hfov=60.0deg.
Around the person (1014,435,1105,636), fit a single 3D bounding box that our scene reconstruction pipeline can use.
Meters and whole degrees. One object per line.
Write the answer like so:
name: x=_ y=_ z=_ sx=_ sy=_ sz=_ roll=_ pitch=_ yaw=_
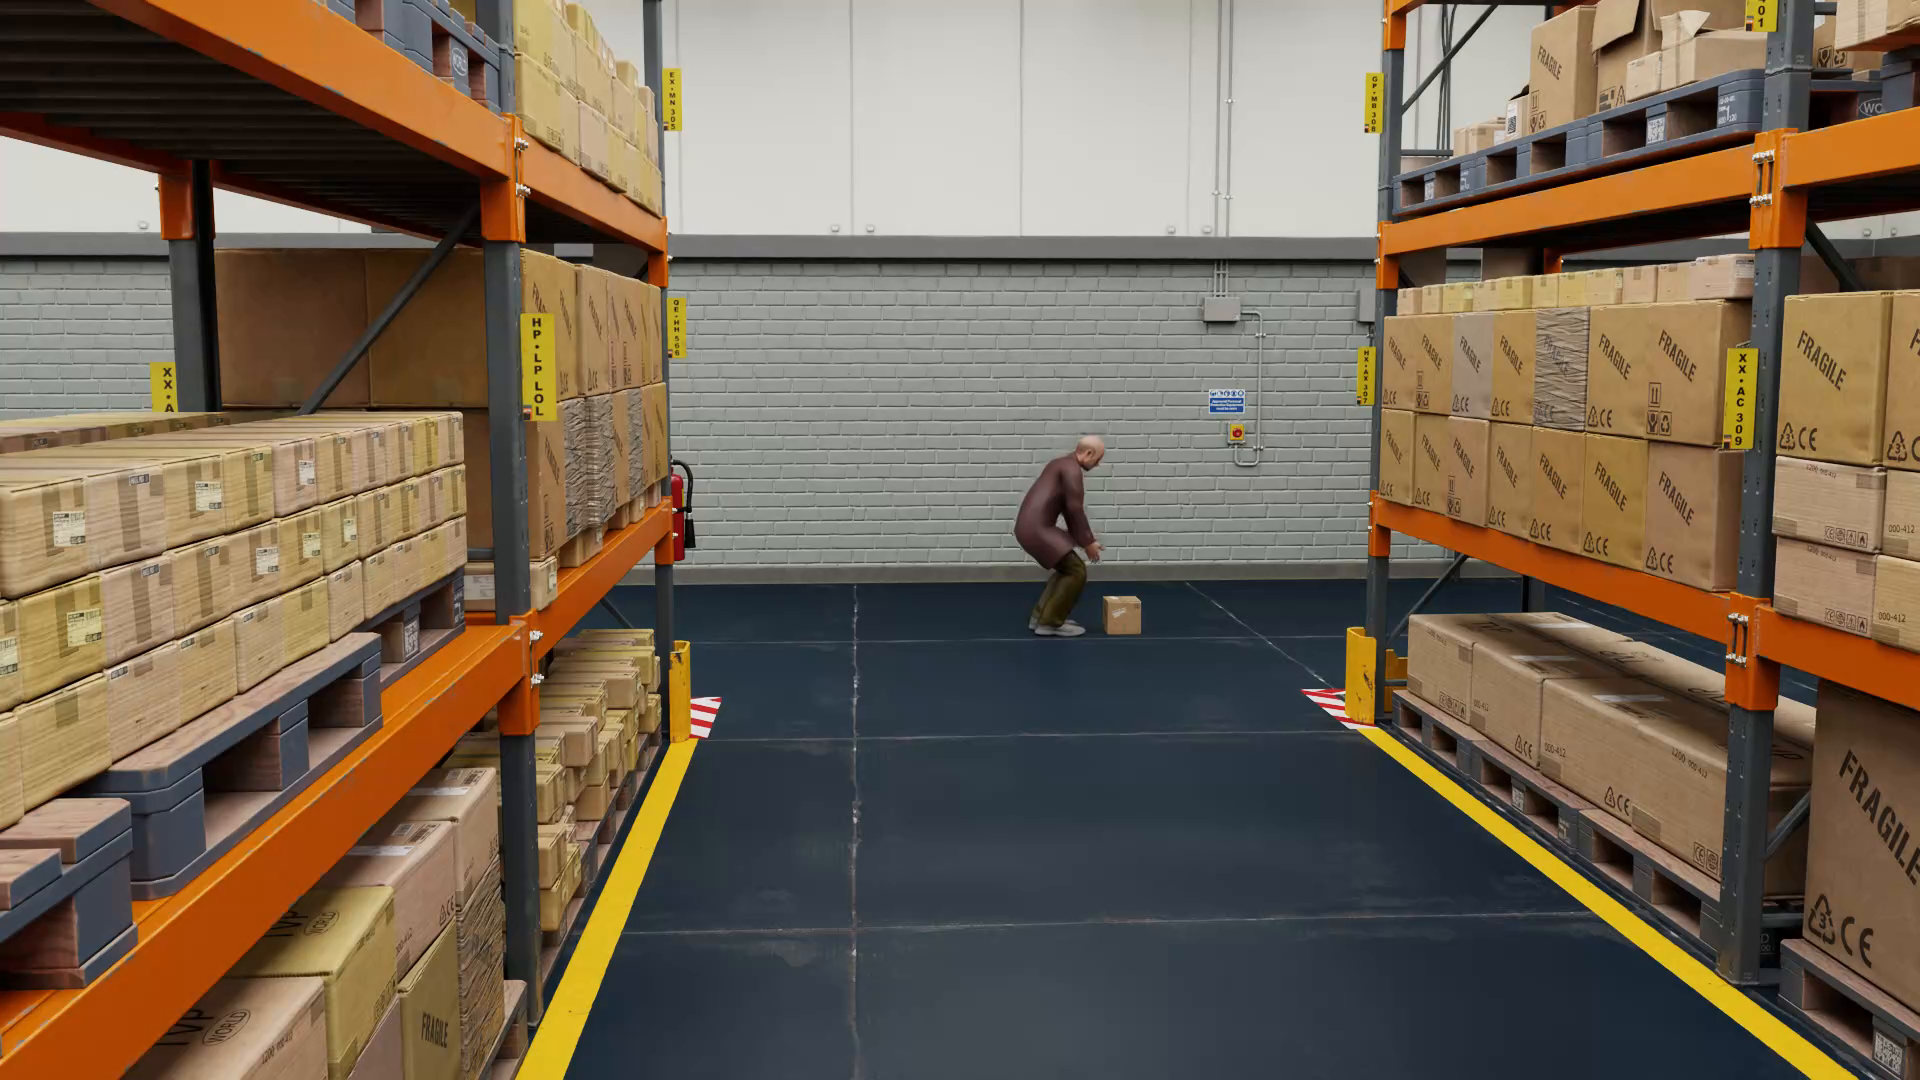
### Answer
person: x=0.741 y=-0.039 z=12.450 sx=0.681 sy=1.476 sz=0.628 roll=0 pitch=7 yaw=-3
